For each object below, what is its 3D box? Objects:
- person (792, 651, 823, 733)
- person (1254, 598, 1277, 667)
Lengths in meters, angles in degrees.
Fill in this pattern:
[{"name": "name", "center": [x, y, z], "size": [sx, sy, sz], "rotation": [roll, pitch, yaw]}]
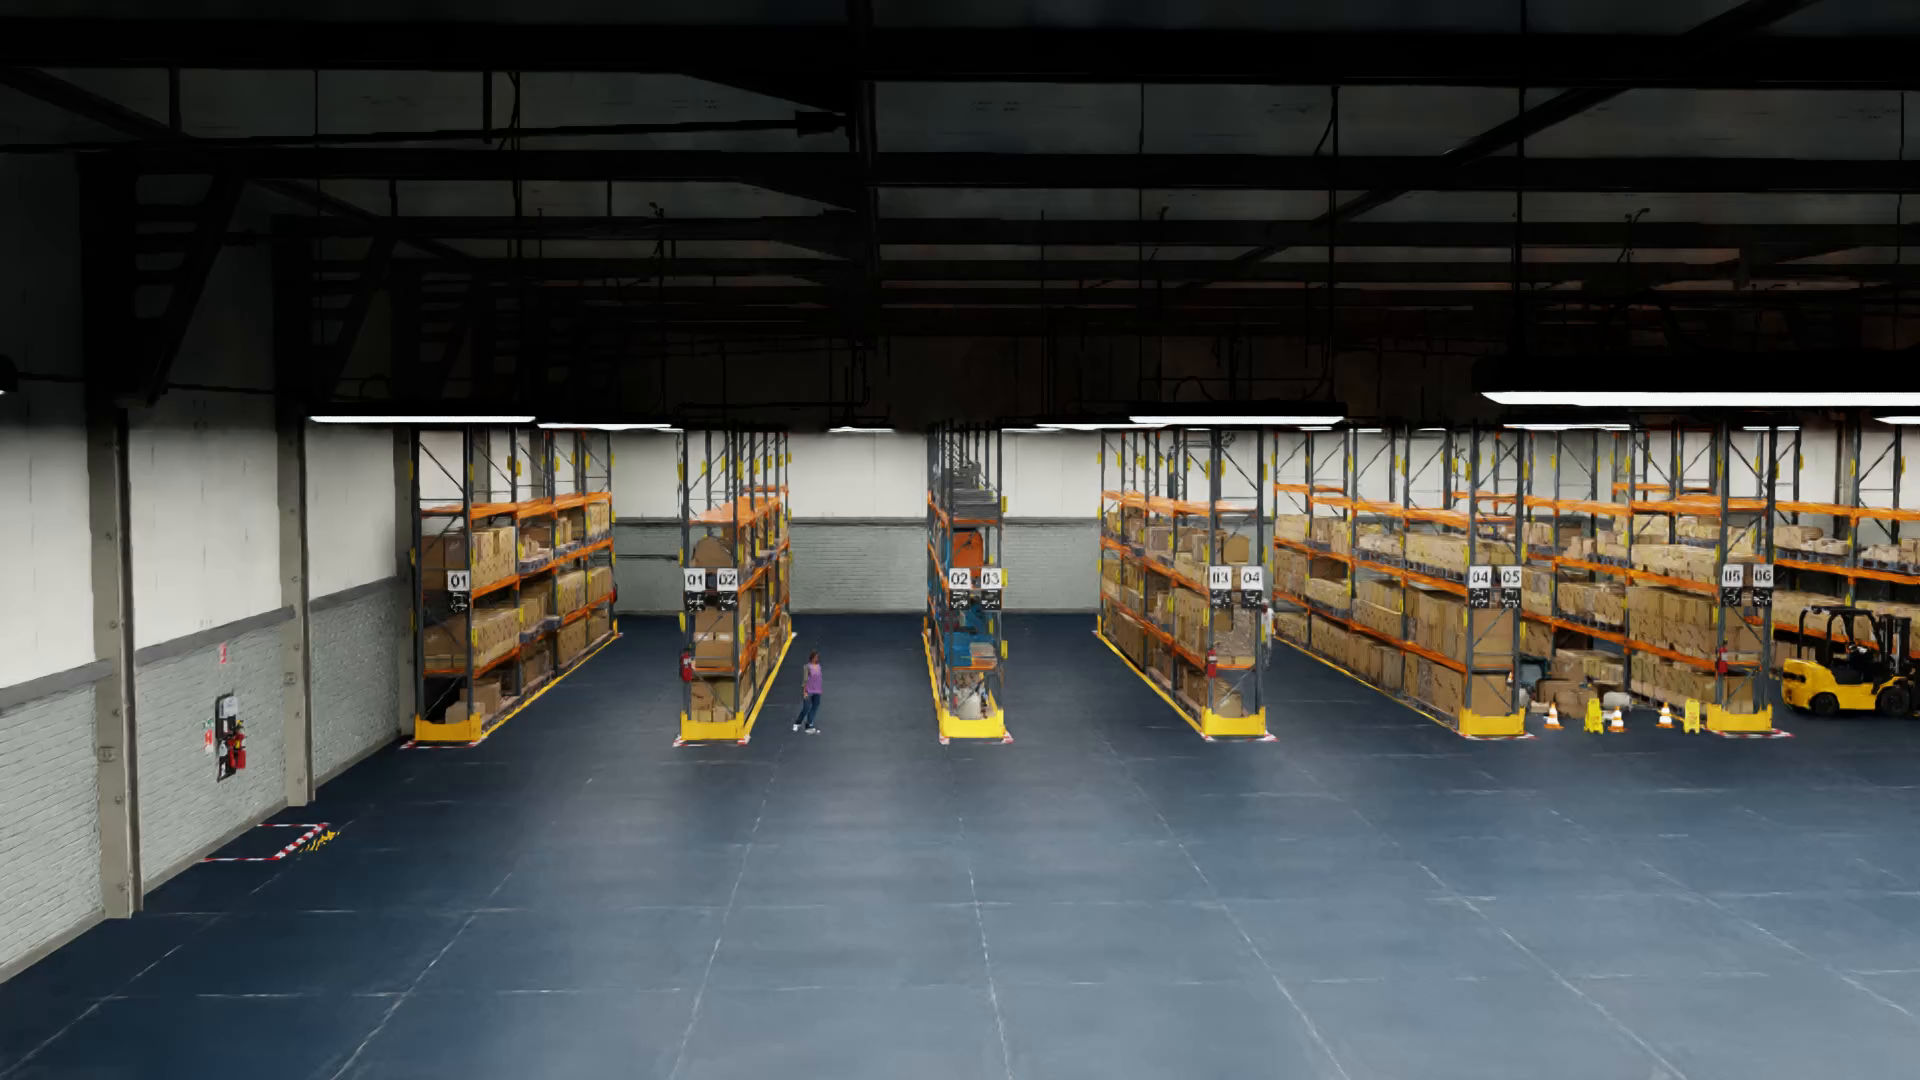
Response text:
[{"name": "person", "center": [-2.905, 2.896, 31.670], "size": [0.573, 1.586, 0.462], "rotation": [-4, 5, -45]}, {"name": "person", "center": [7.396, 2.265, 40.604], "size": [0.702, 1.735, 0.549], "rotation": [0, 4, -5]}]
